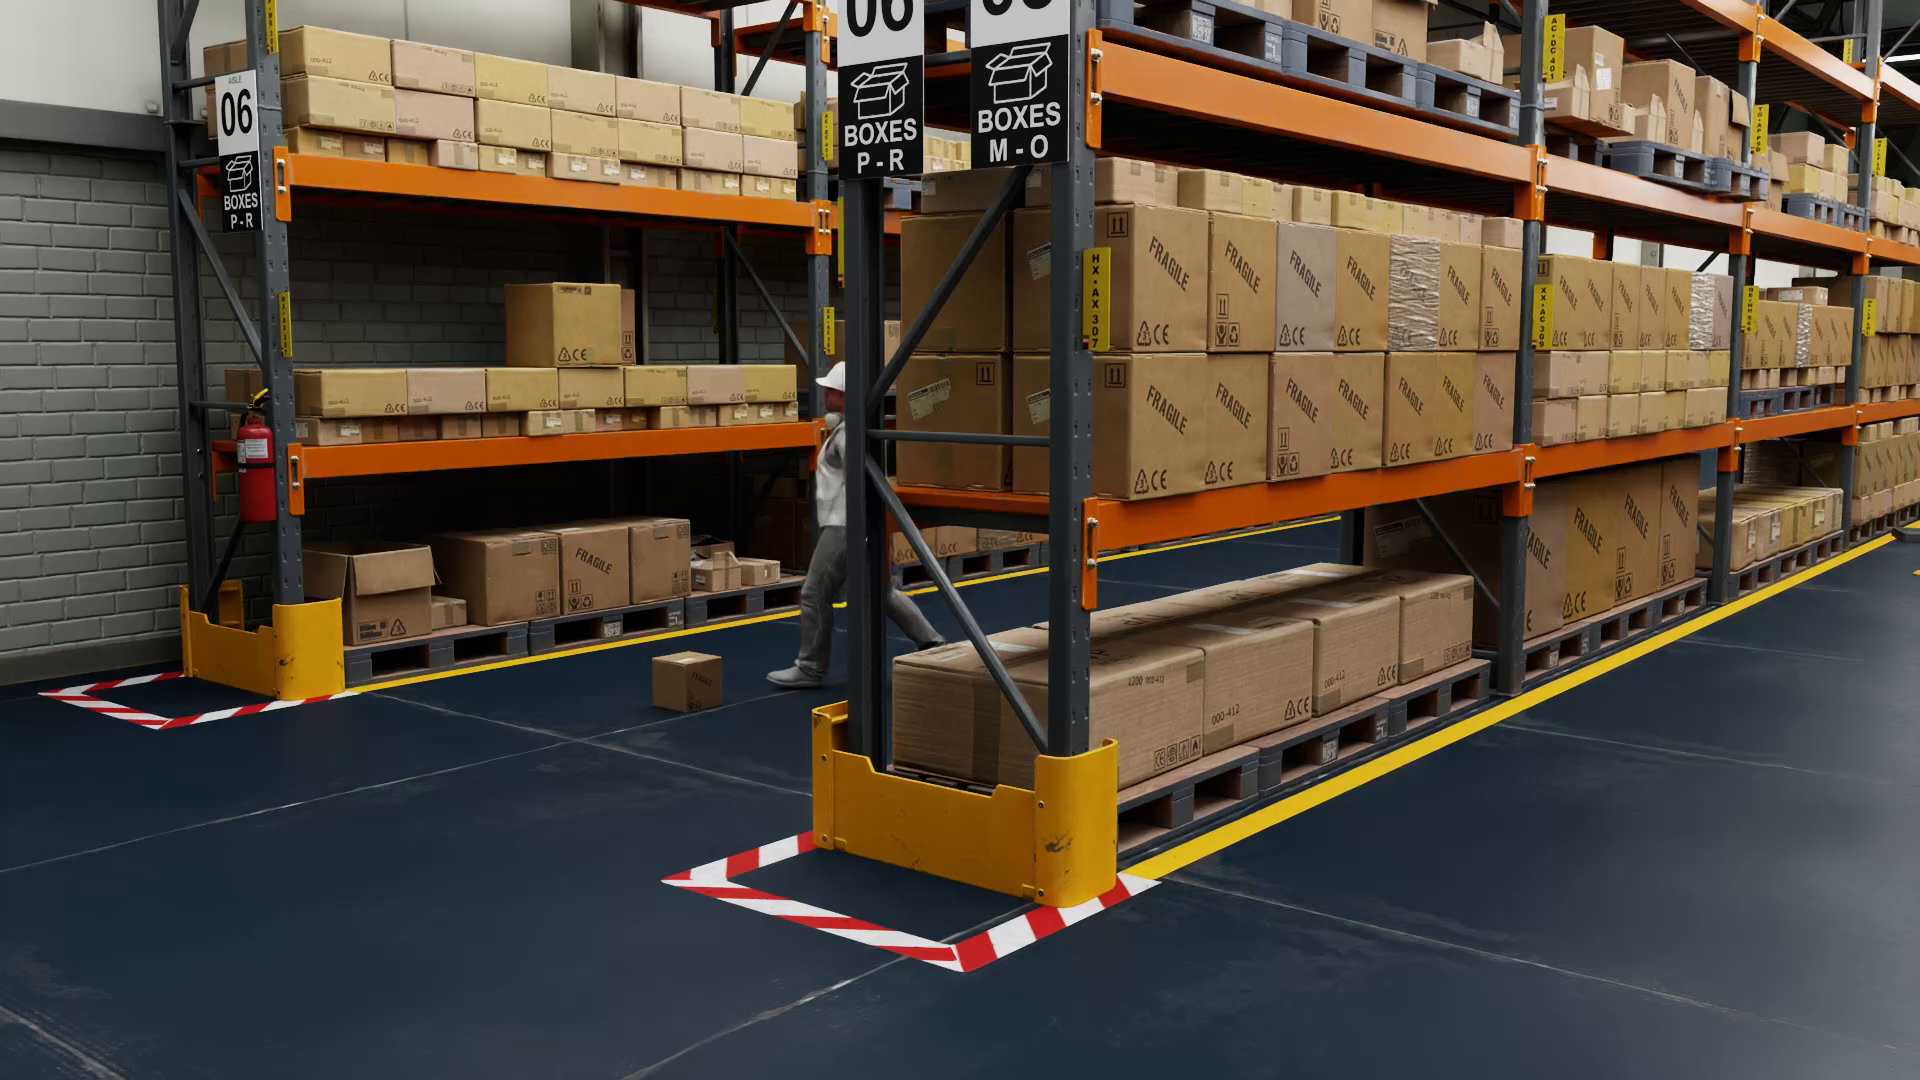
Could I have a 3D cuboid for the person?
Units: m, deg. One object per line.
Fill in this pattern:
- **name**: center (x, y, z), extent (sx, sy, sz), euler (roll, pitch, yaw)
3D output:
- **person**: center (-0.540, -0.080, 8.848), extent (0.976, 1.738, 0.640), euler (1, 7, 9)
